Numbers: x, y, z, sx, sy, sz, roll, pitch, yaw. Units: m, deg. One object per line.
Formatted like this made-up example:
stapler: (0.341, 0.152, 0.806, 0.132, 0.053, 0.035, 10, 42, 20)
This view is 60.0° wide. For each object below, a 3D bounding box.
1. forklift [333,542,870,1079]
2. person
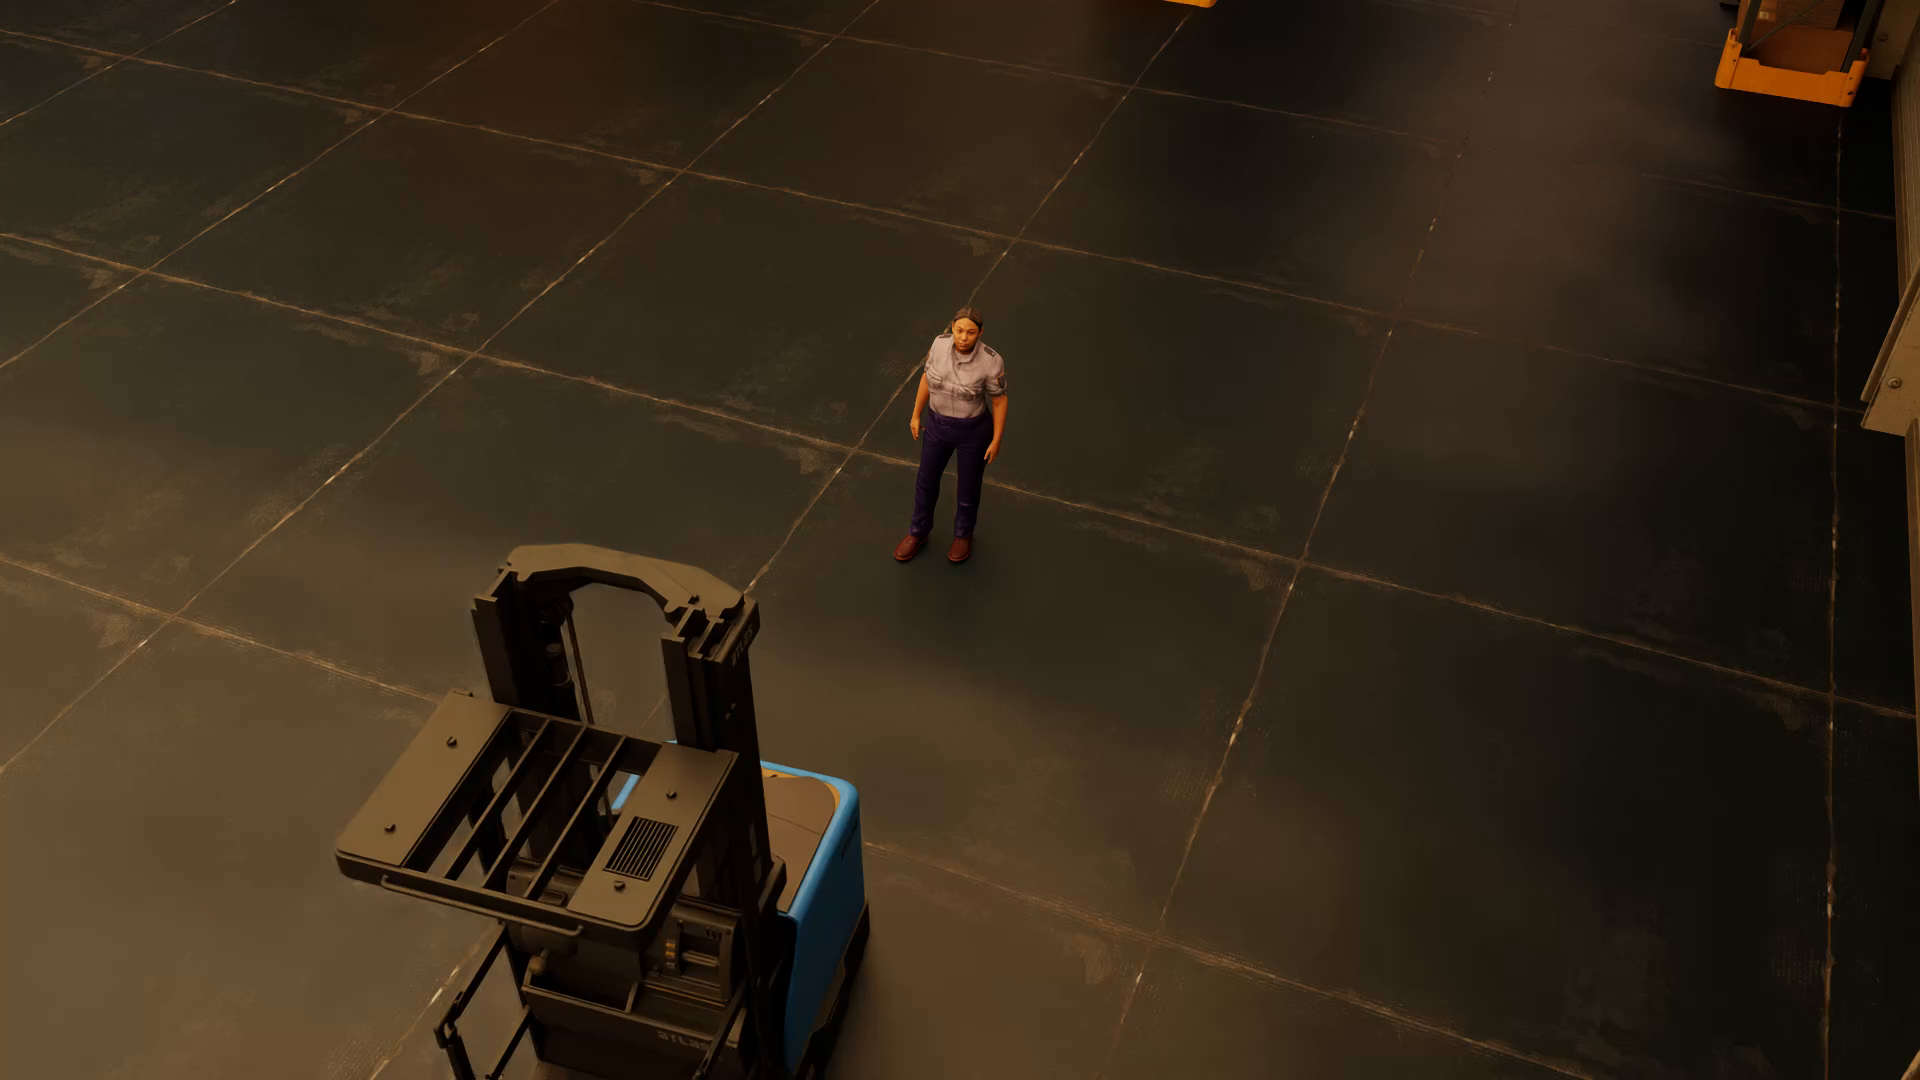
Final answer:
forklift: (-1.343, 1.587, 6.110, 1.130, 2.935, 3.031, 11, 41, 13)
person: (-0.056, -0.589, 9.699, 0.598, 1.651, 0.502, 15, 42, 17)
